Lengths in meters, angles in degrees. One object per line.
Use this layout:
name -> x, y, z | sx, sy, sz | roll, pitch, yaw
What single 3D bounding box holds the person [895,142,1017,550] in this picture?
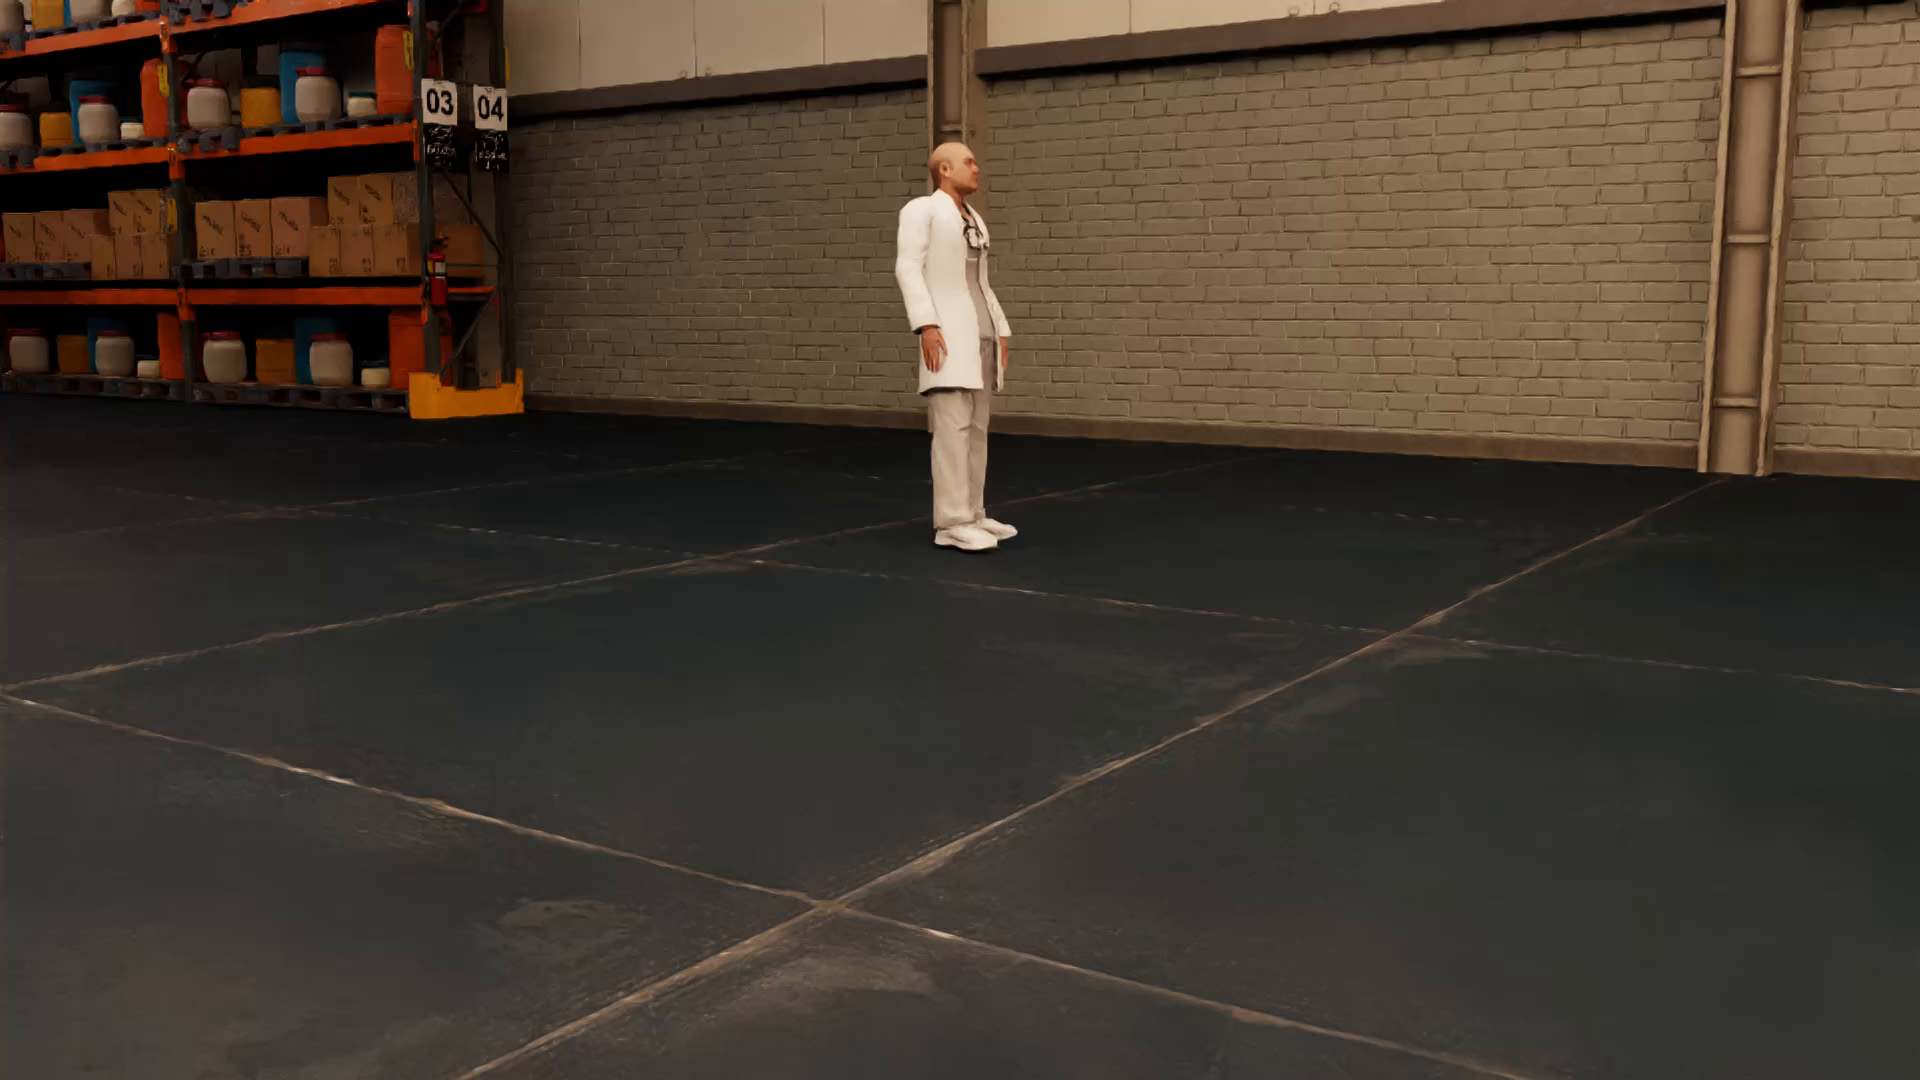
person -> 0.073, -0.880, 7.423 | 0.579, 1.776, 0.694 | 5, 10, 34
